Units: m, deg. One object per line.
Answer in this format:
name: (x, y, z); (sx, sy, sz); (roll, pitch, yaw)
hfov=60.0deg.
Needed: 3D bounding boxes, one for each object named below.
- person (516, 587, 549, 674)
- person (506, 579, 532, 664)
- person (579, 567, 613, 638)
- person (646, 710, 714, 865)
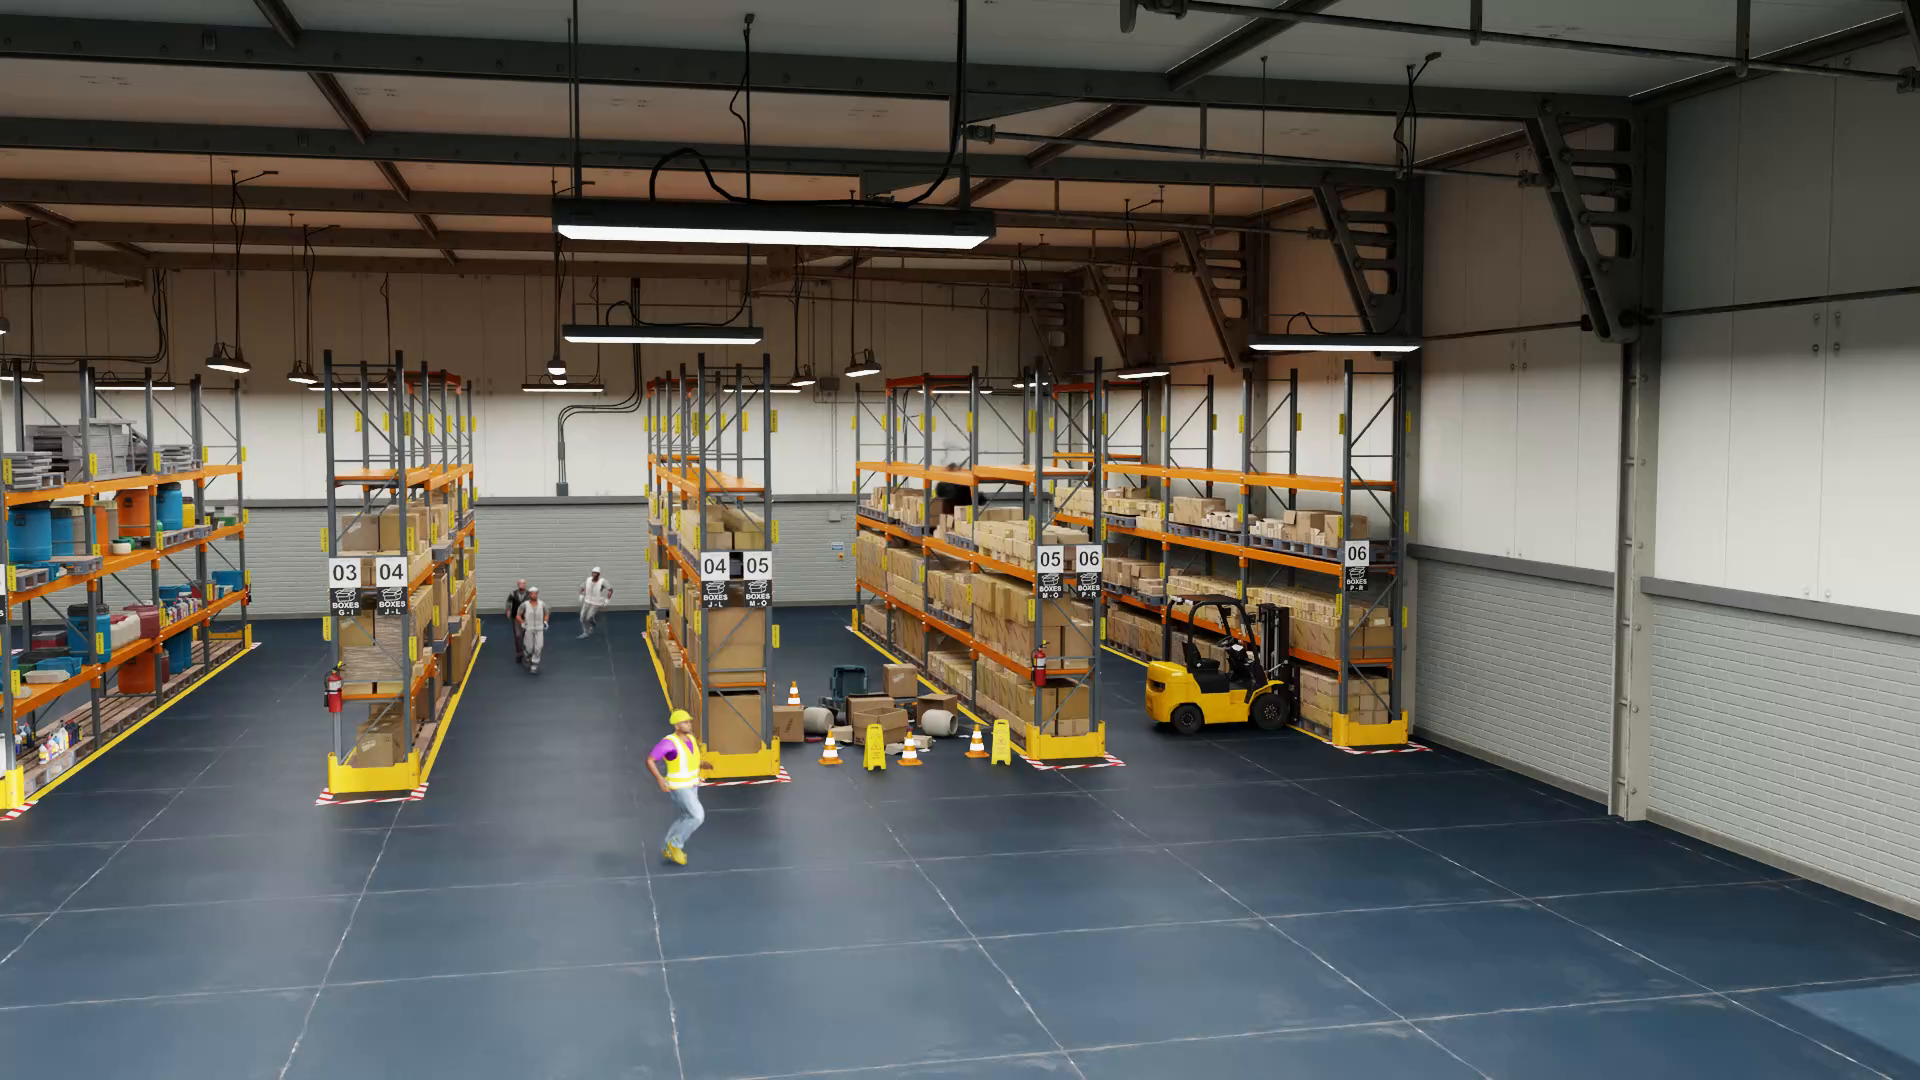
person: (-8.559, 1.810, 33.369); (0.639, 1.741, 0.587); (-2, 4, -23)
person: (-9.247, 1.695, 35.137); (0.671, 1.751, 0.849); (-1, 4, -13)
person: (-8.561, 1.470, 38.852); (0.789, 1.685, 0.540); (1, 4, 15)
person: (-3.123, 2.804, 18.895); (0.673, 1.742, 0.676); (2, 4, 21)
